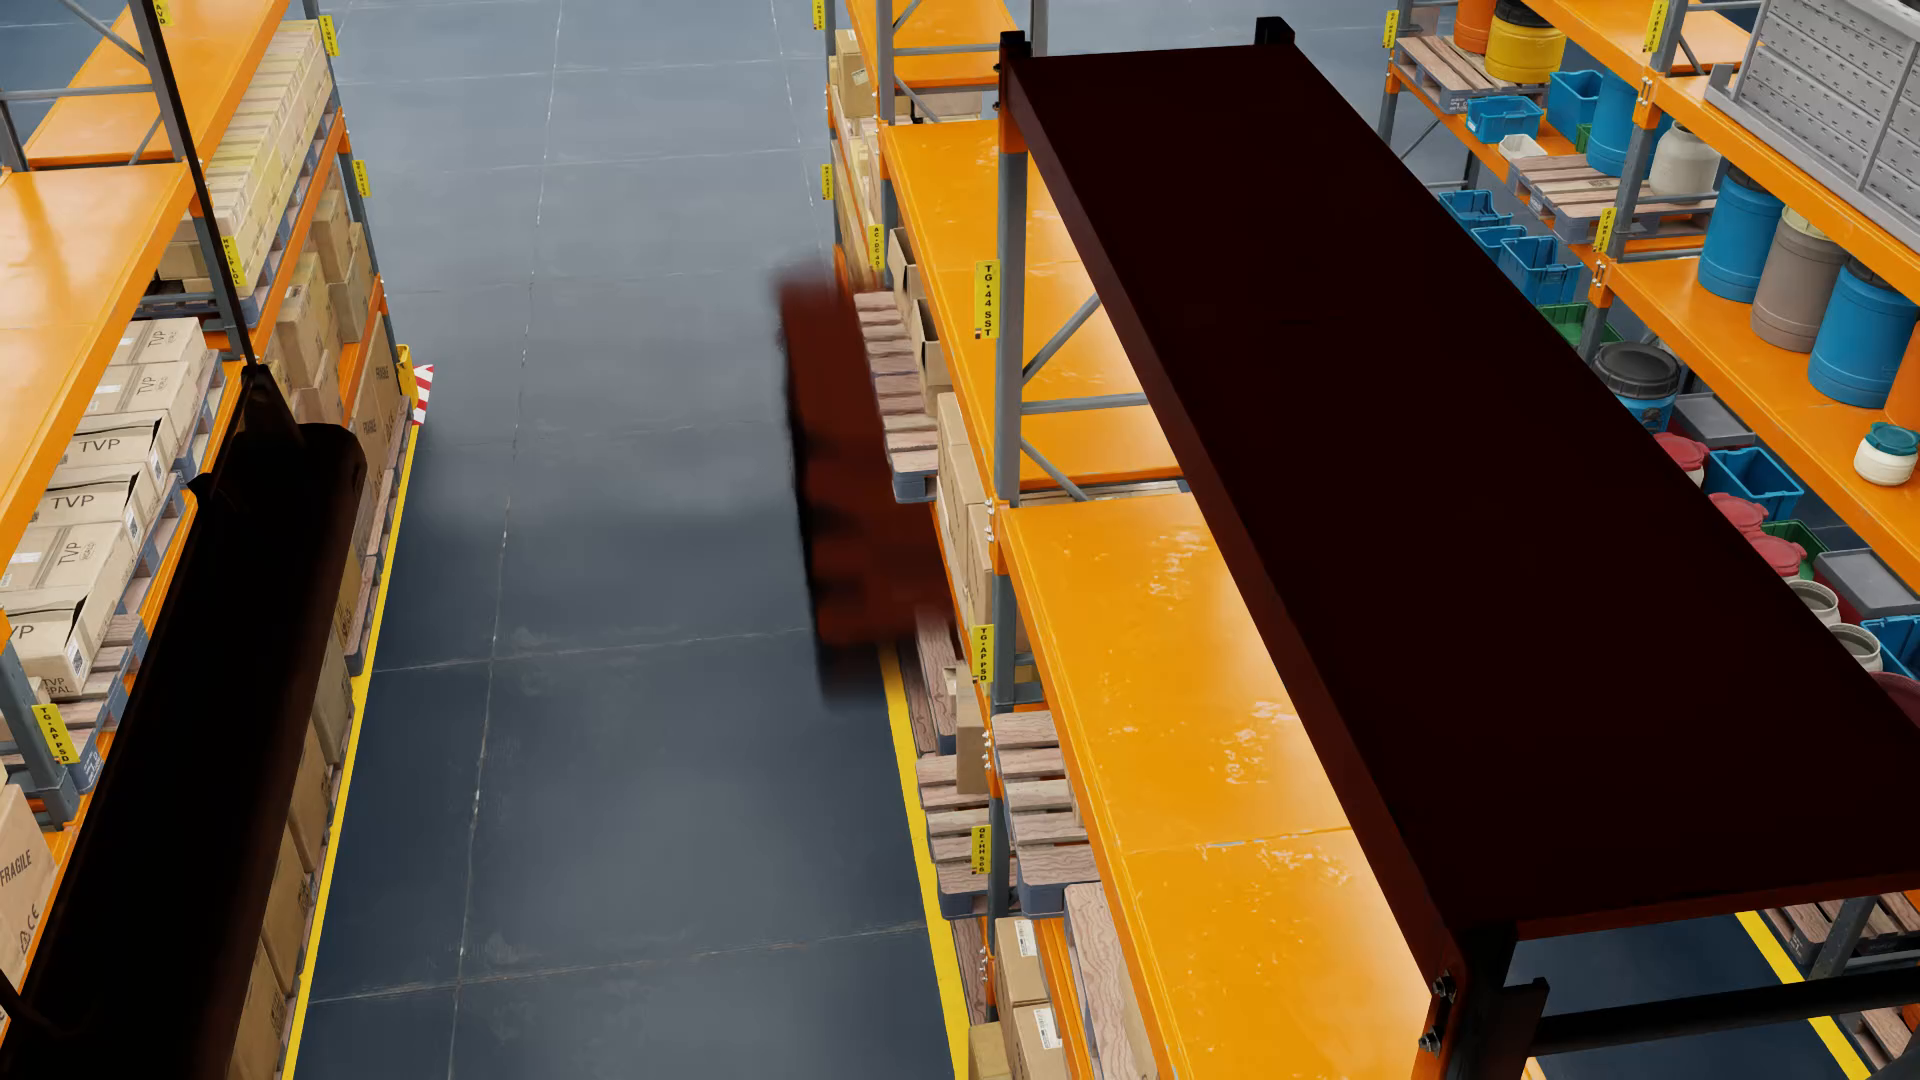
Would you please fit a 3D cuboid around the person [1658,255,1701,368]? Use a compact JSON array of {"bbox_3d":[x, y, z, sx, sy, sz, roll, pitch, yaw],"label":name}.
[{"bbox_3d":[6.457,-1.981,14.748,0.547,1.652,0.514,0,36,0],"label":"person"}]
